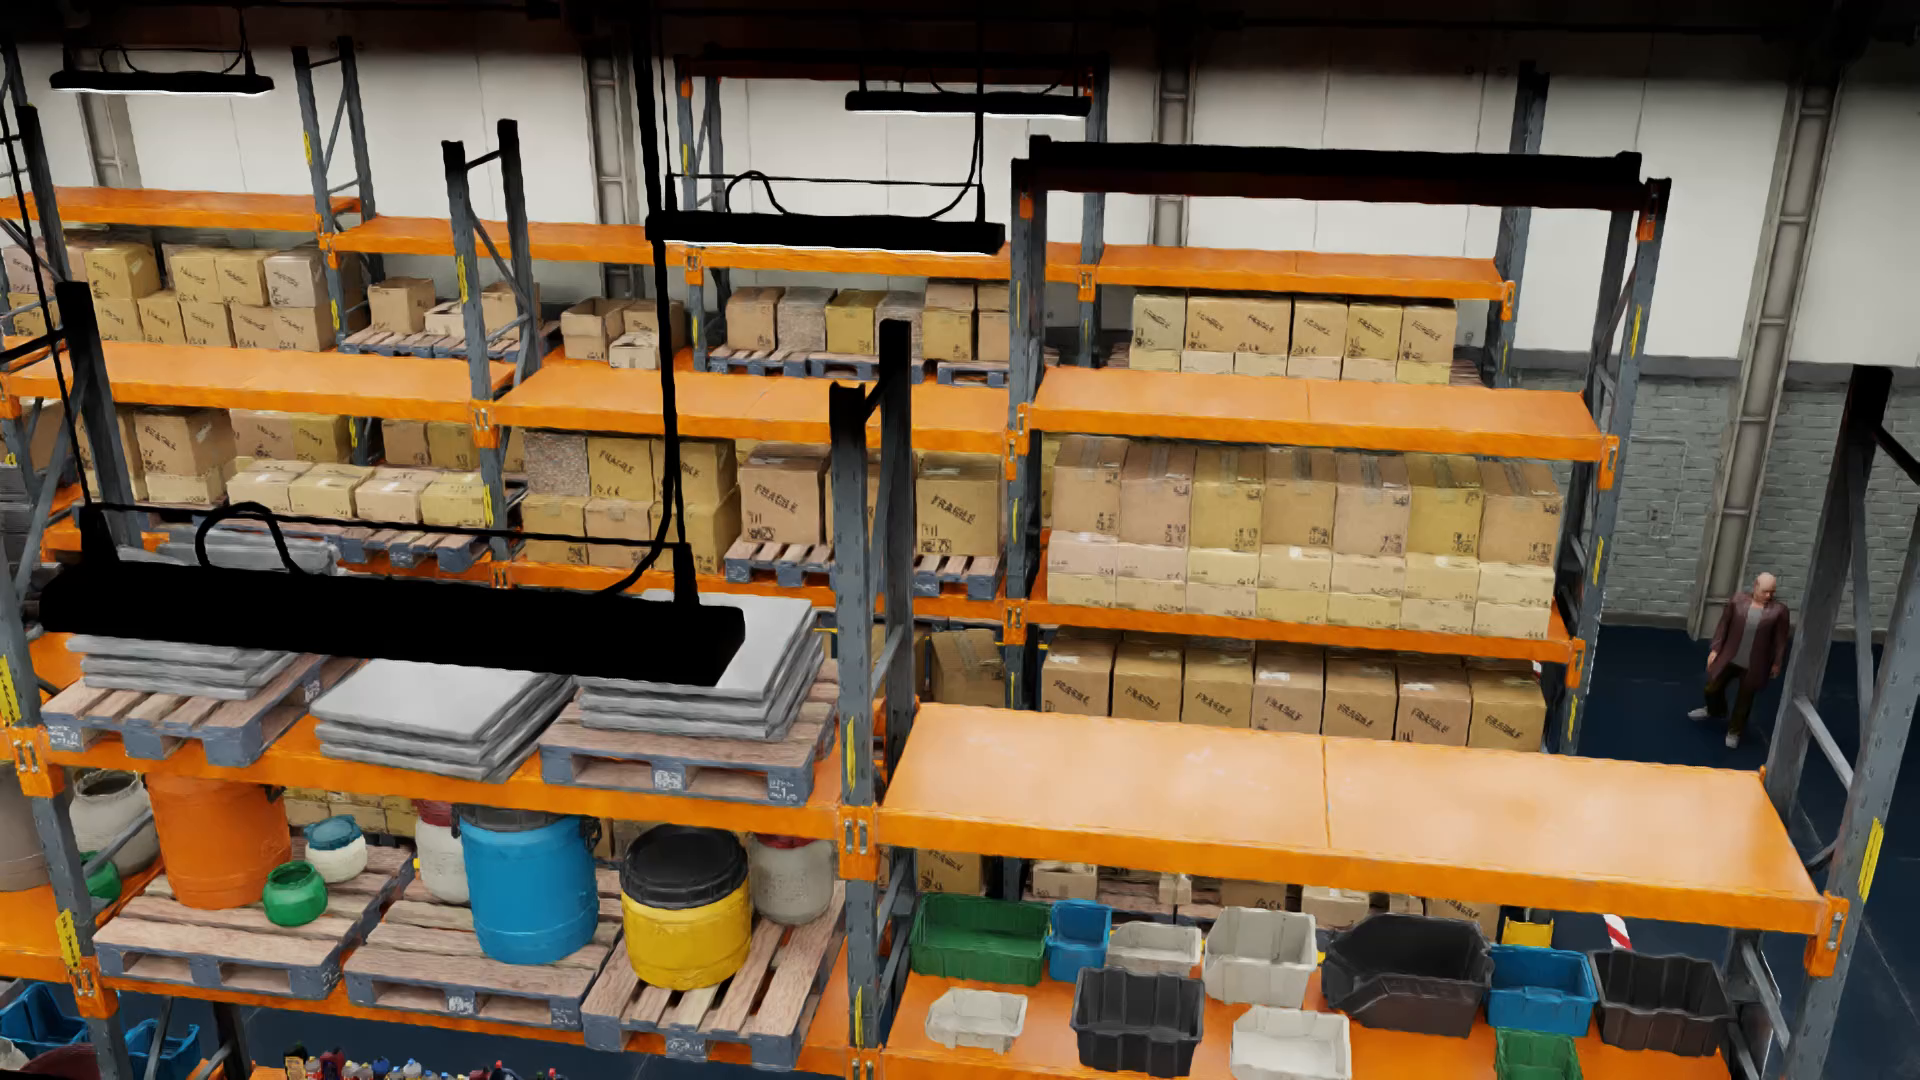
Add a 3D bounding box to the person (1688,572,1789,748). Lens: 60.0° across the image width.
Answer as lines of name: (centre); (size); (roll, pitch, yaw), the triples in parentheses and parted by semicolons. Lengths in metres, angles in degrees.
person: (7.284, 1.080, 15.517); (0.759, 1.770, 0.531); (18, 29, 35)
